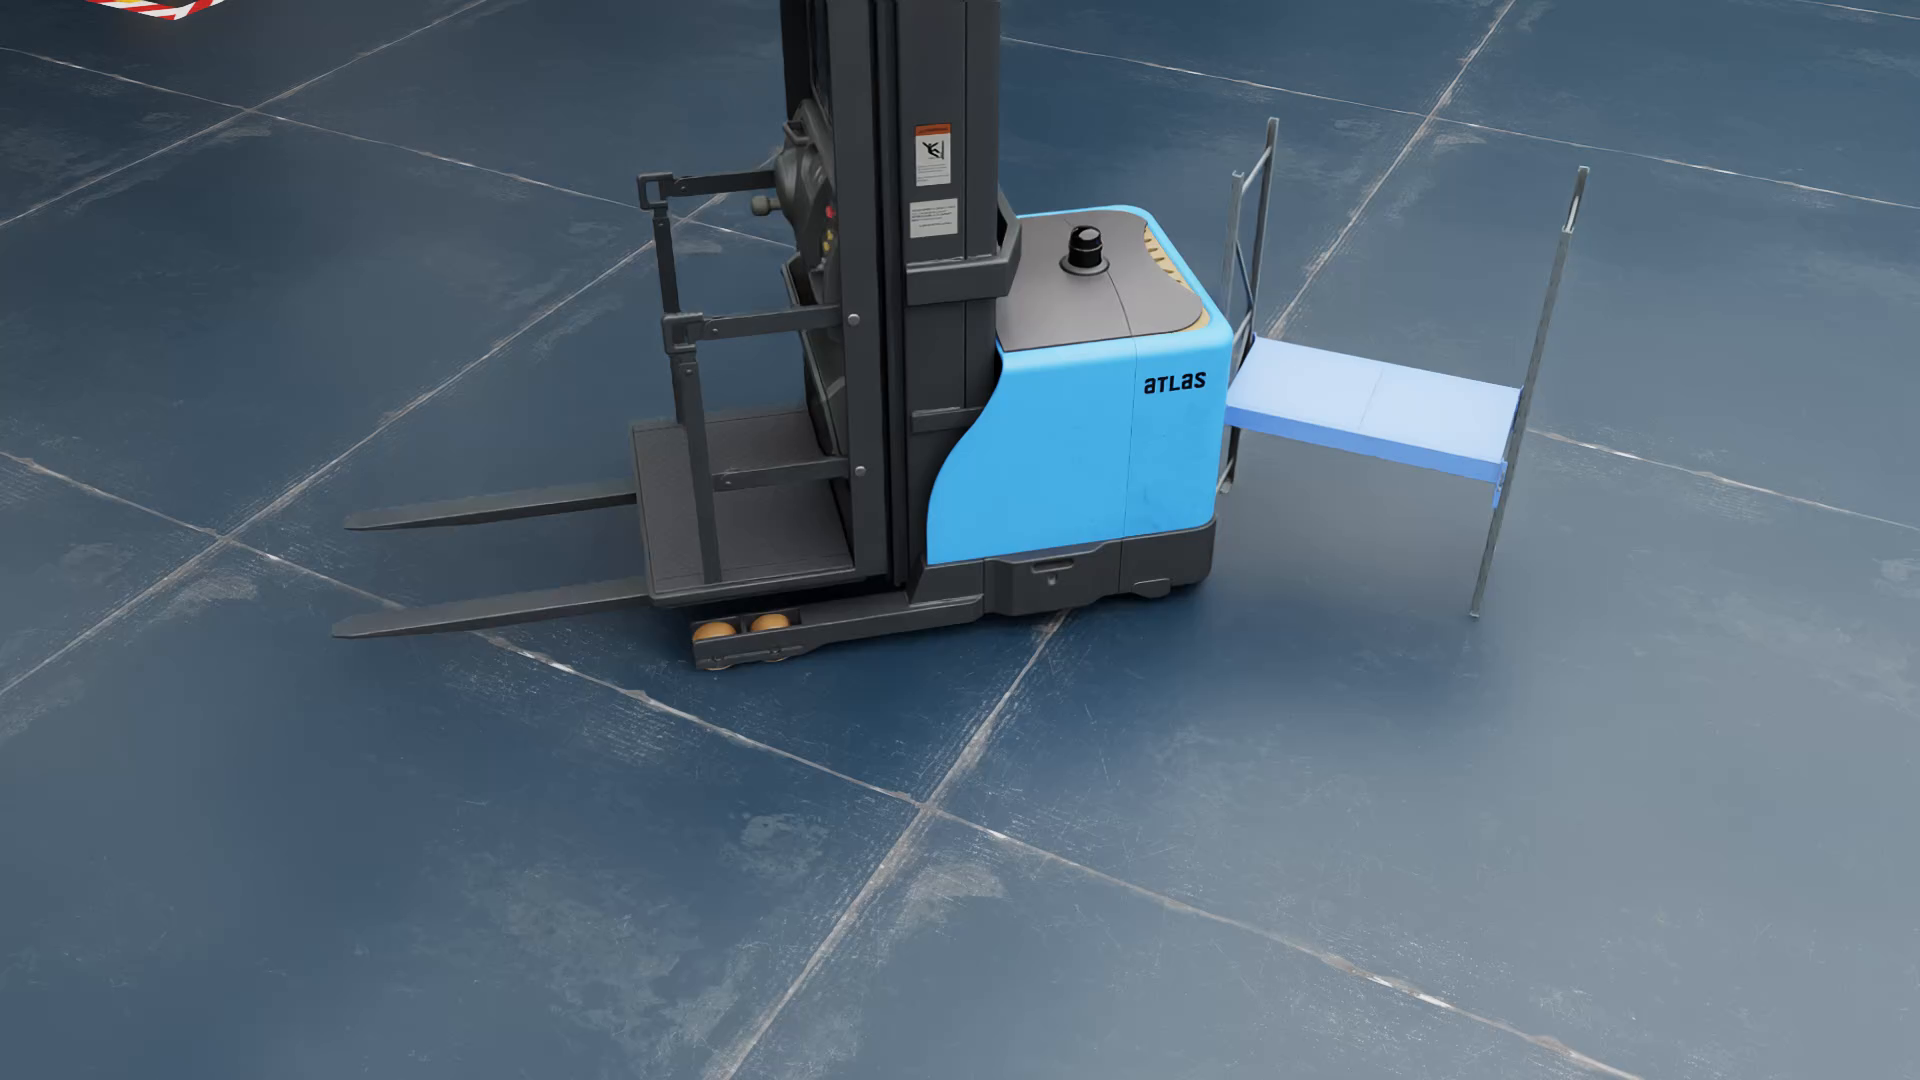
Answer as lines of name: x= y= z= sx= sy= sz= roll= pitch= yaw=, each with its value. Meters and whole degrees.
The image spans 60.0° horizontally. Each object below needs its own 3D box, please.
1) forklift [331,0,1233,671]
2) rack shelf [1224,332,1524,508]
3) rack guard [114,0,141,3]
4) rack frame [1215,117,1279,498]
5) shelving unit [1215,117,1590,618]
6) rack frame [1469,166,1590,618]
forklift: x=-0.666 y=-1.074 z=5.241 sx=3.031 sy=2.935 sz=1.130 roll=-8 pitch=38 yaw=-10
rack shelf: x=1.446 y=-0.440 z=5.887 sx=1.000 sy=0.185 sz=0.538 roll=14 pitch=39 yaw=18
rack guard: x=-5.298 y=-4.060 z=11.185 sx=0.348 sy=0.500 sz=1.175 roll=17 pitch=41 yaw=21
rack frame: x=0.977 y=-0.702 z=5.934 sx=0.032 sy=1.500 sz=0.500 roll=14 pitch=39 yaw=18
shelving unit: x=1.446 y=-0.583 z=5.778 sx=1.048 sy=1.500 sz=0.538 roll=14 pitch=39 yaw=18
rack frame: x=1.915 y=-0.465 z=5.622 sx=0.032 sy=1.500 sz=0.500 roll=14 pitch=39 yaw=18
